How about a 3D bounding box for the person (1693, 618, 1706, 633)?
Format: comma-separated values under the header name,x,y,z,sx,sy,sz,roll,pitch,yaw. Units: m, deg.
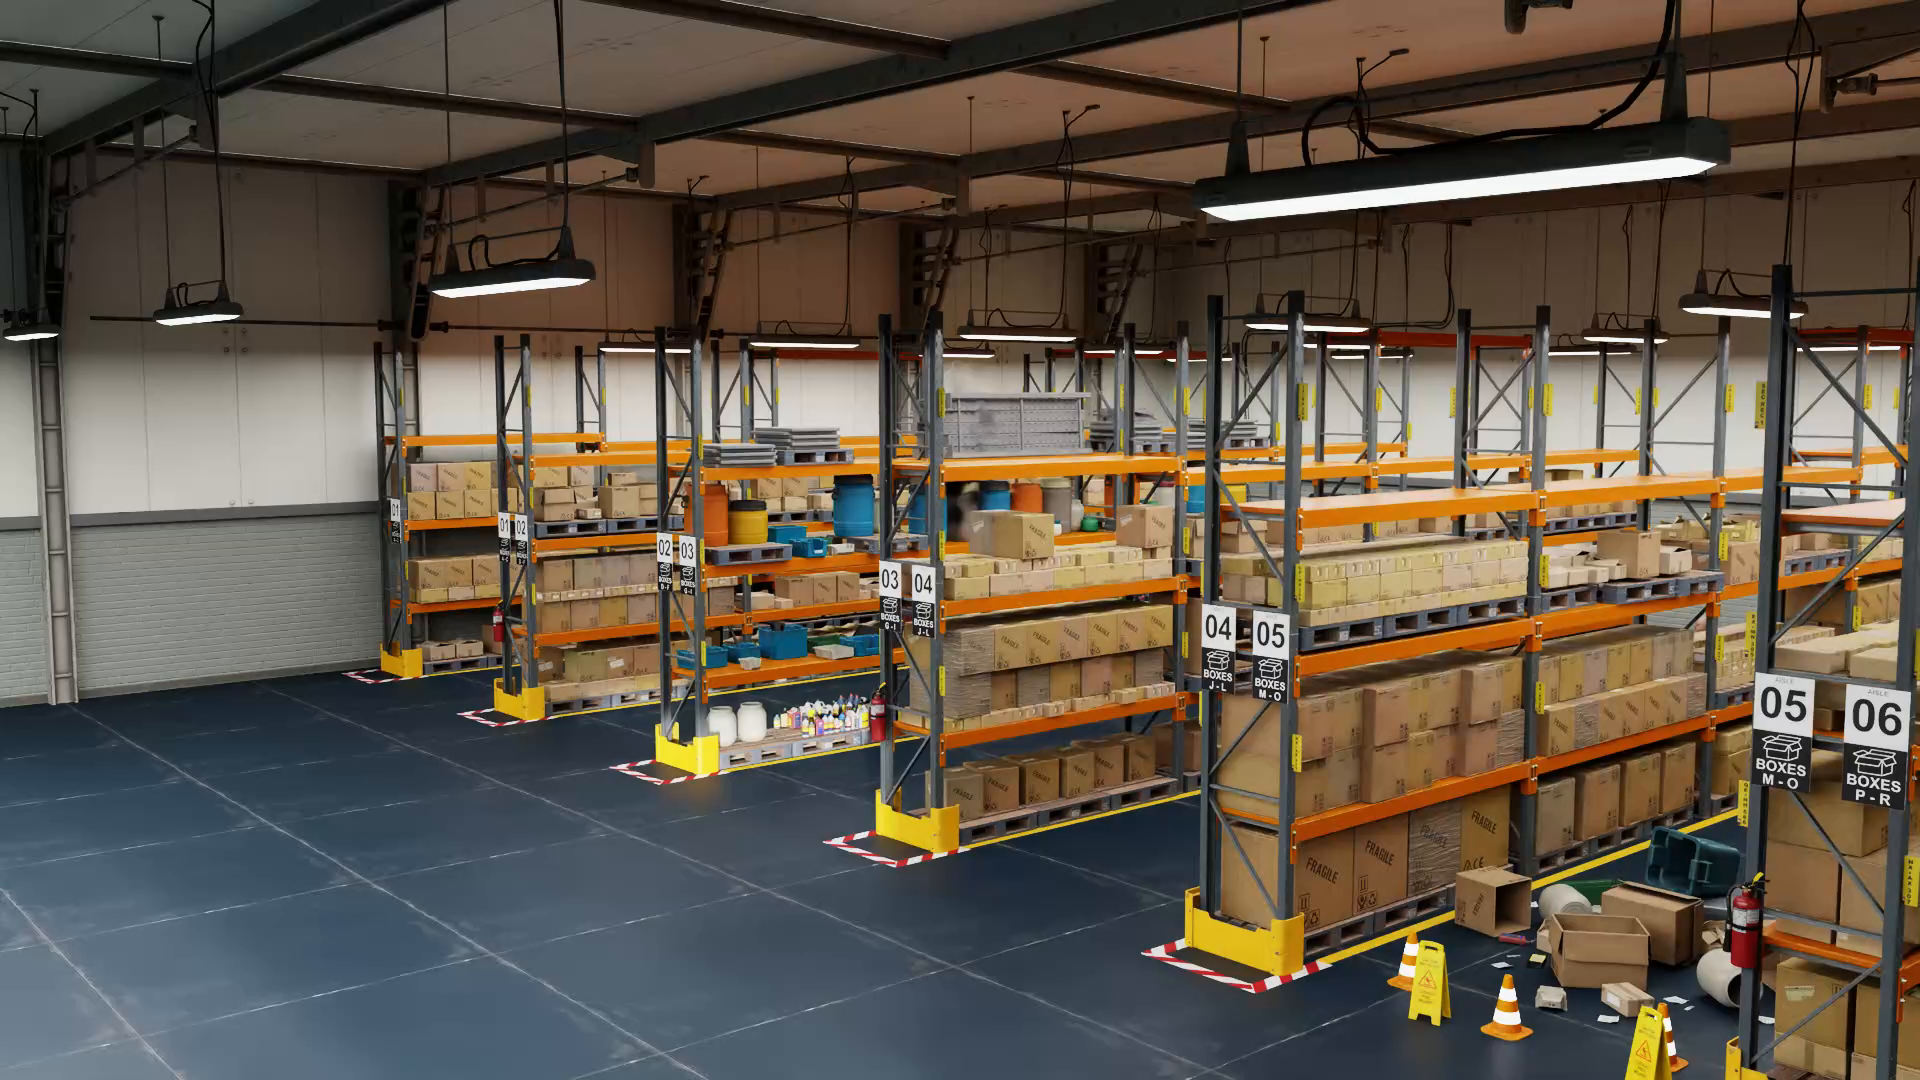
name,x,y,z,sx,sy,sz,roll,pitch,yaw
person,11.053,2.044,24.764,0.914,1.776,0.718,-3,6,-31
